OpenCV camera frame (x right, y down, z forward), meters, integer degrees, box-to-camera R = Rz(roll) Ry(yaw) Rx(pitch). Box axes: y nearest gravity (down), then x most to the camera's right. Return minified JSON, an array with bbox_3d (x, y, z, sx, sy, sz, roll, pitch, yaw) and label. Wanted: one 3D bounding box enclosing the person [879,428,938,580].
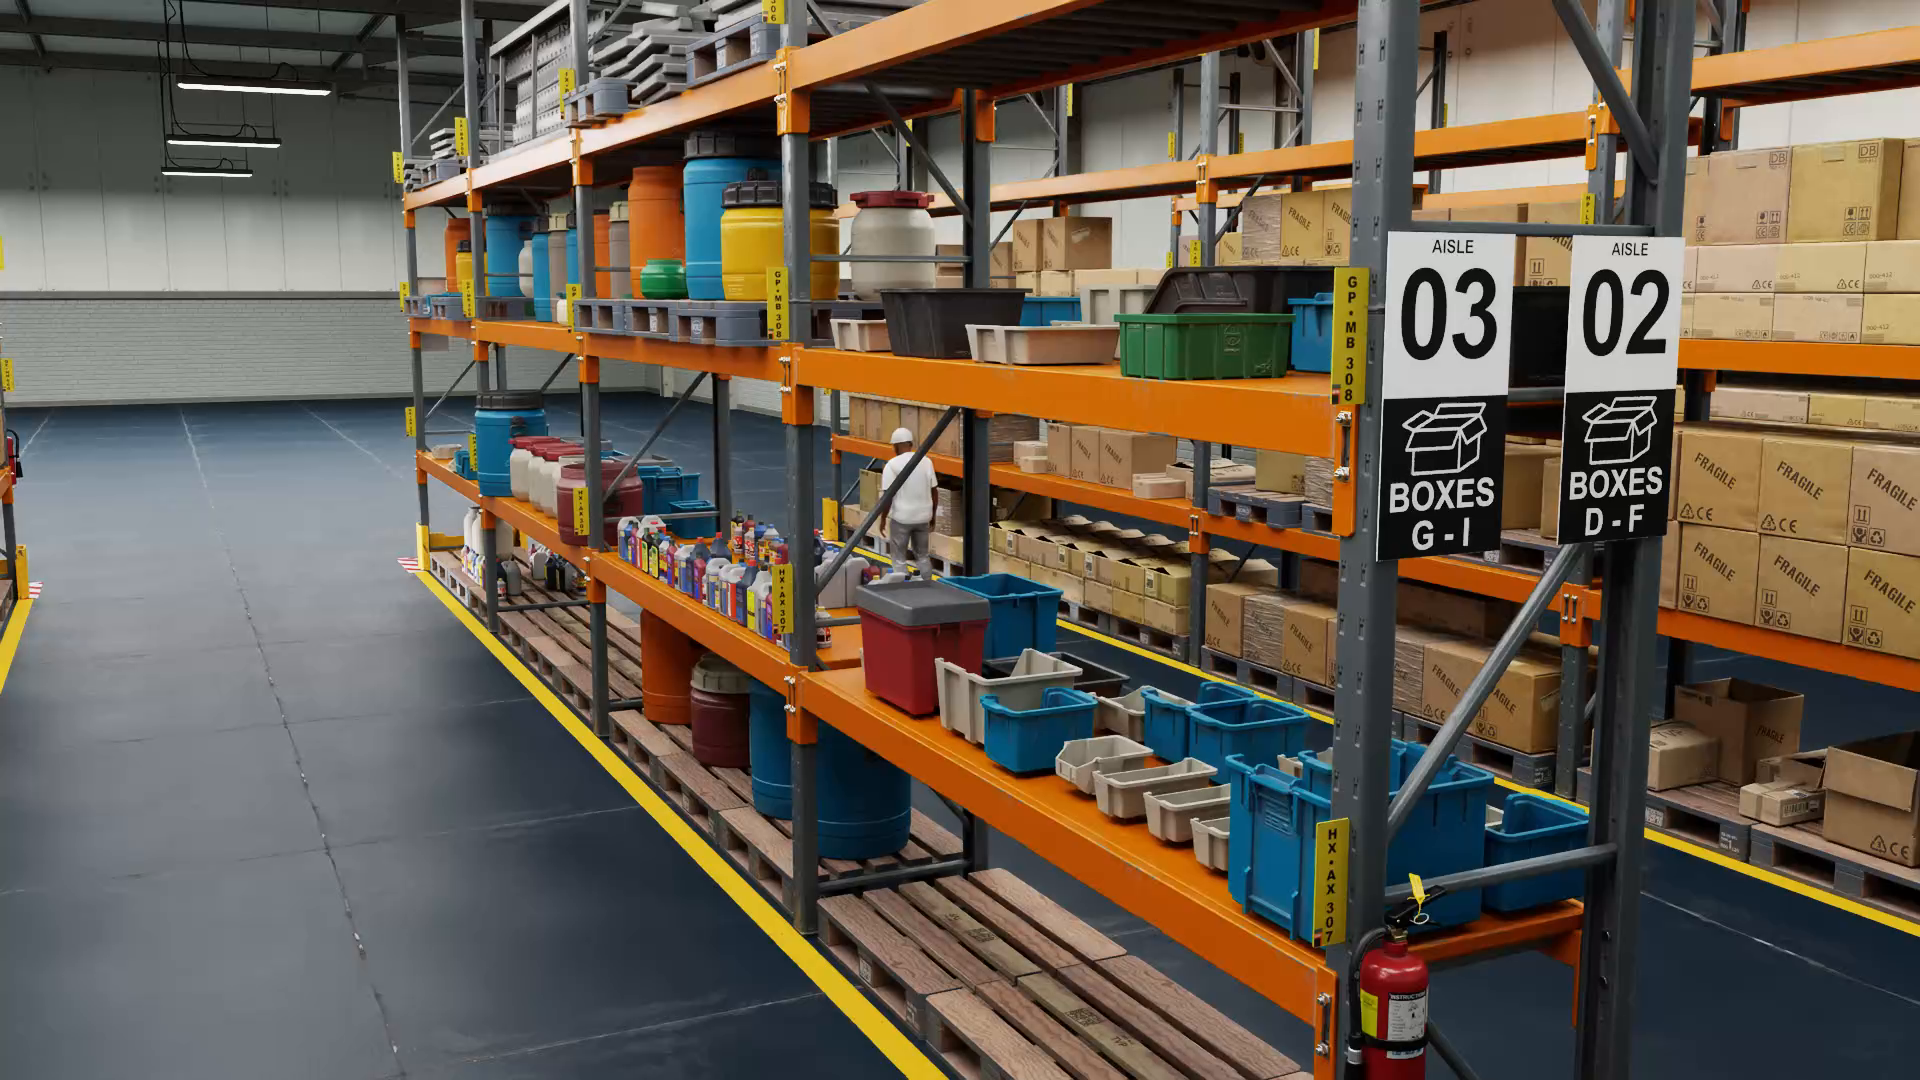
[{"bbox_3d":[-0.507,-0.213,16.215,0.632,1.759,0.462,-5,10,-29],"label":"person"}]
